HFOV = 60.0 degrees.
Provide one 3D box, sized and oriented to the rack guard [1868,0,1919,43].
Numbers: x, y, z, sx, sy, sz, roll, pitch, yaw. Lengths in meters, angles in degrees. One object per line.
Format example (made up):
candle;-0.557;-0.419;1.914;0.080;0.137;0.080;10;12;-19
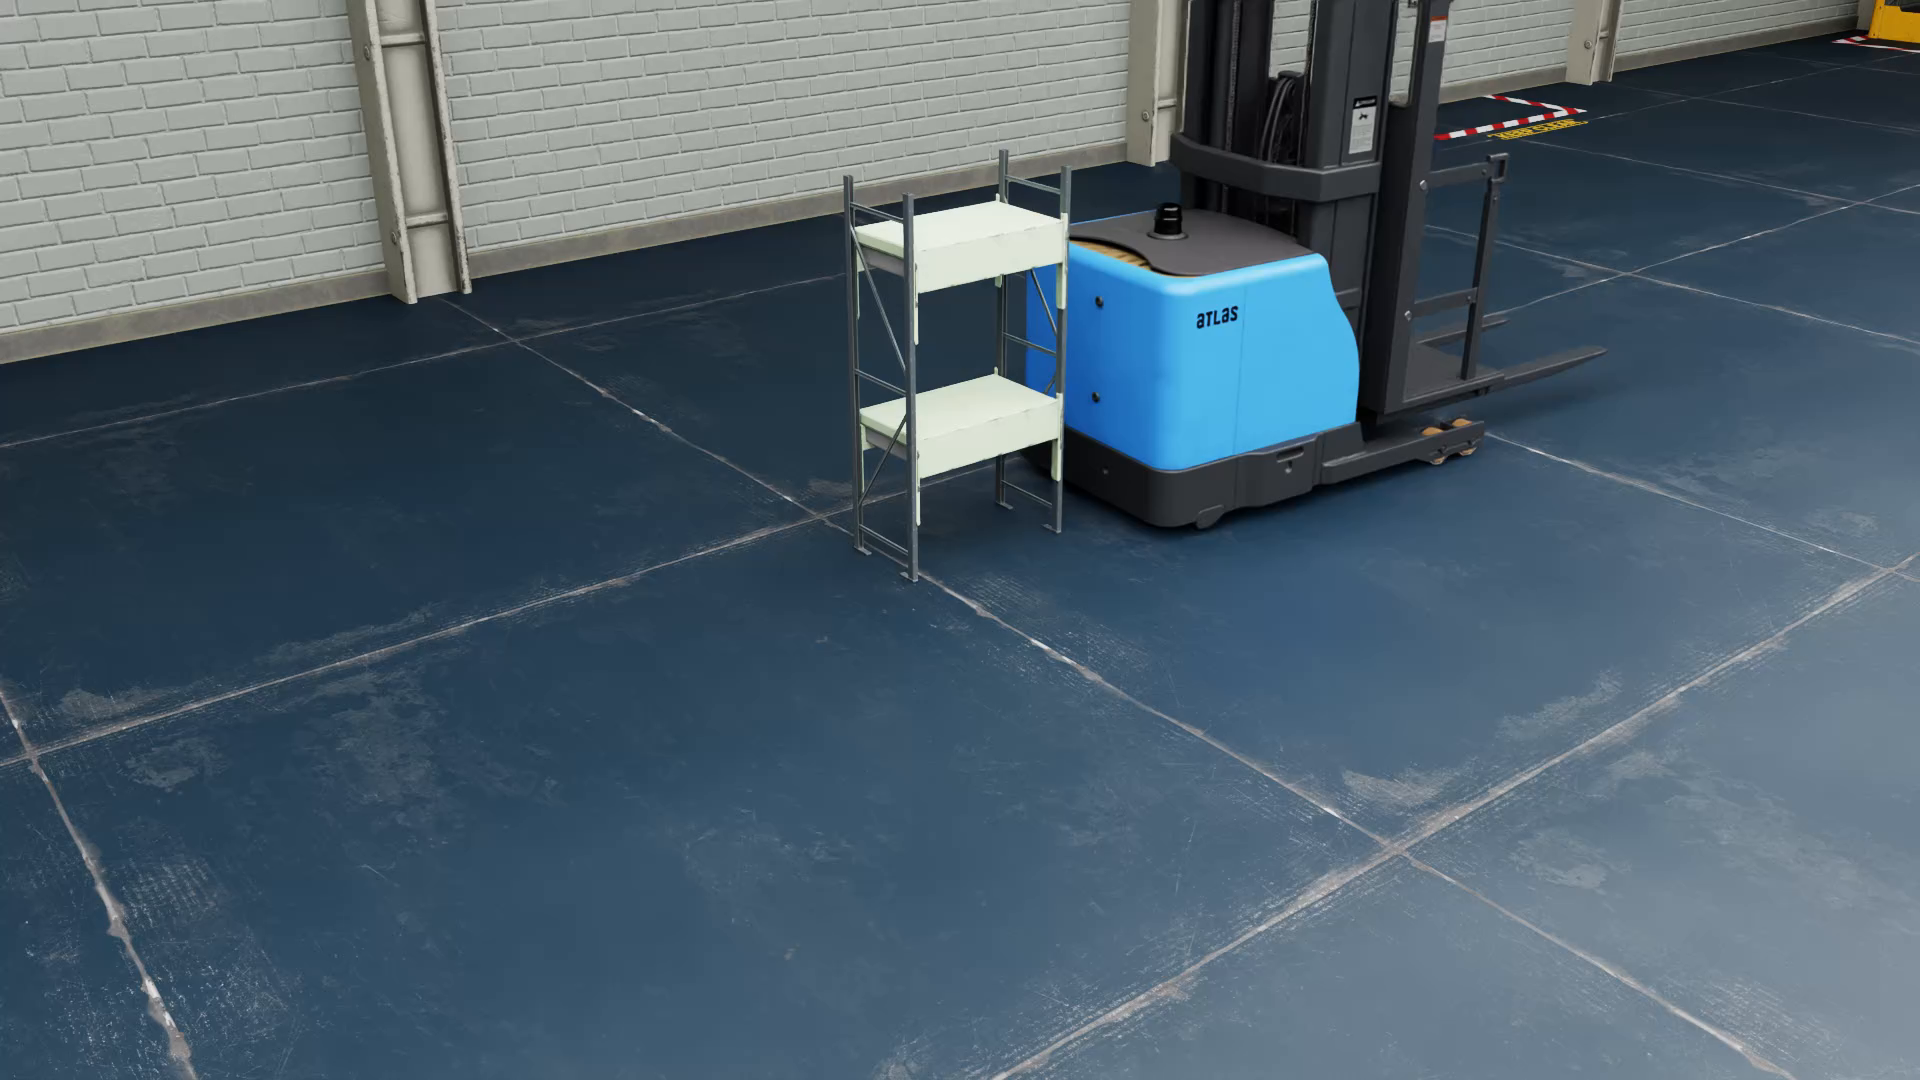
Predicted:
rack guard;11.043;-5.935;18.944;0.348;0.500;1.175;-18;31;-34

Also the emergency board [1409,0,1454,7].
emergency board;4.293;-5.333;14.678;0.626;1.169;0.157;-18;31;-34

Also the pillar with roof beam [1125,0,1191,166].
pillar with roof beam;4.214;-5.695;8.332;0.400;9.000;9.100;-18;31;-34

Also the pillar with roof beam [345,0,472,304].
pillar with roof beam;-0.508;-4.136;4.973;0.400;9.000;9.100;-18;31;-34

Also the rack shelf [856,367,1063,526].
rack shelf;-0.005;-0.383;6.568;0.720;0.370;0.431;-18;31;-34

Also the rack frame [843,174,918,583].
rack frame;-0.293;-0.583;6.226;0.023;1.500;0.400;-18;31;-34

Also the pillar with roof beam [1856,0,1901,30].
pillar with roof beam;13.657;-8.812;15.048;0.400;9.000;9.100;-18;31;-34

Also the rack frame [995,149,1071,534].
rack frame;0.283;-0.774;6.635;0.023;1.500;0.400;-18;31;-34

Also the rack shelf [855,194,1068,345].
rack shelf;-0.005;-1.033;6.266;0.720;0.370;0.431;-18;31;-34

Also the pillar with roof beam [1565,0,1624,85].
pillar with roof beam;8.935;-7.254;11.690;0.400;9.000;9.100;-18;31;-34

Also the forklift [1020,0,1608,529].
forklift;1.779;-1.836;7.224;3.031;2.935;1.130;-16;29;-30

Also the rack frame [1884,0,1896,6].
rack frame;10.983;-7.049;18.375;0.127;3.000;1.000;-18;31;-34

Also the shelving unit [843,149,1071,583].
shelving unit;-0.005;-0.679;6.431;0.755;1.500;0.431;-18;31;-34
